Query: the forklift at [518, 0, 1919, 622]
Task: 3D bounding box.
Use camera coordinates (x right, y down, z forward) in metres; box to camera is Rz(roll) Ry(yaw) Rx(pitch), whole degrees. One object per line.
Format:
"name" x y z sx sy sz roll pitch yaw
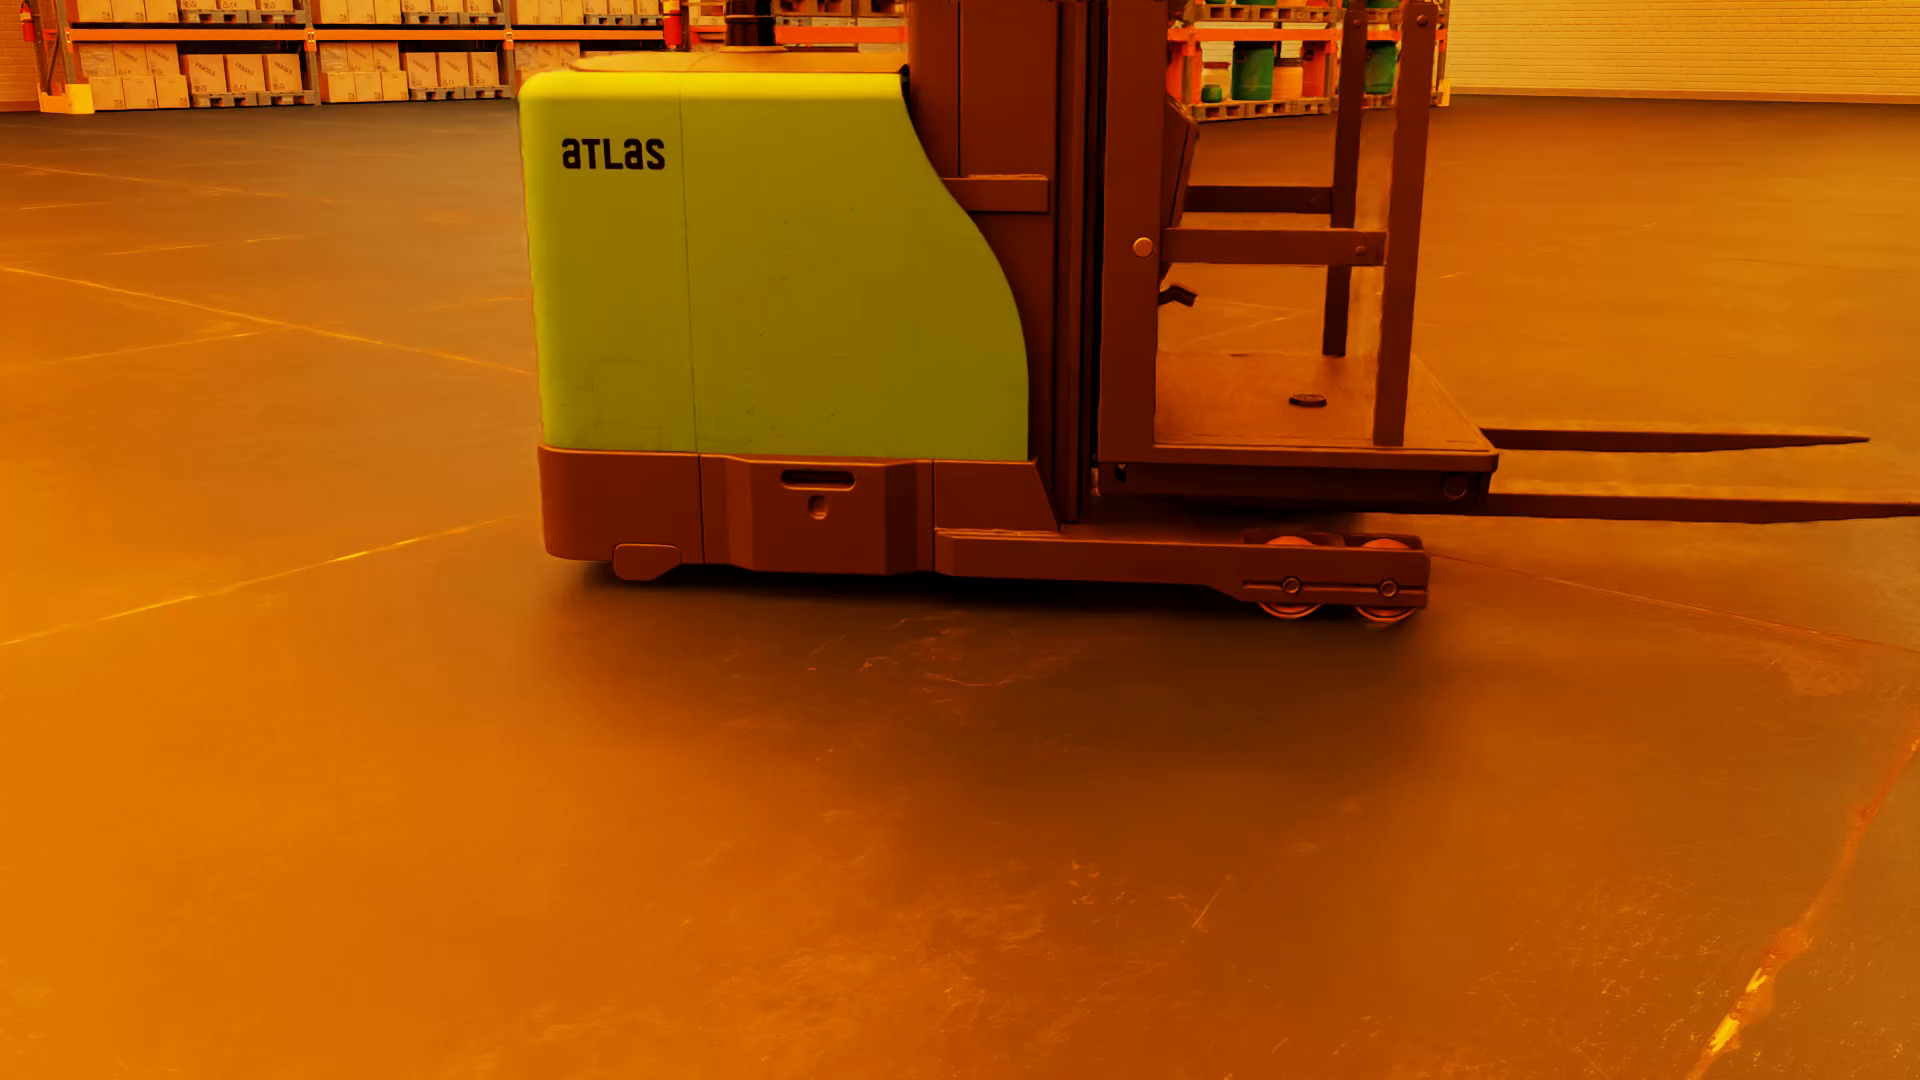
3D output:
"forklift" 0.643 -1.398 3.501 3.031 2.935 1.130 2 17 6
